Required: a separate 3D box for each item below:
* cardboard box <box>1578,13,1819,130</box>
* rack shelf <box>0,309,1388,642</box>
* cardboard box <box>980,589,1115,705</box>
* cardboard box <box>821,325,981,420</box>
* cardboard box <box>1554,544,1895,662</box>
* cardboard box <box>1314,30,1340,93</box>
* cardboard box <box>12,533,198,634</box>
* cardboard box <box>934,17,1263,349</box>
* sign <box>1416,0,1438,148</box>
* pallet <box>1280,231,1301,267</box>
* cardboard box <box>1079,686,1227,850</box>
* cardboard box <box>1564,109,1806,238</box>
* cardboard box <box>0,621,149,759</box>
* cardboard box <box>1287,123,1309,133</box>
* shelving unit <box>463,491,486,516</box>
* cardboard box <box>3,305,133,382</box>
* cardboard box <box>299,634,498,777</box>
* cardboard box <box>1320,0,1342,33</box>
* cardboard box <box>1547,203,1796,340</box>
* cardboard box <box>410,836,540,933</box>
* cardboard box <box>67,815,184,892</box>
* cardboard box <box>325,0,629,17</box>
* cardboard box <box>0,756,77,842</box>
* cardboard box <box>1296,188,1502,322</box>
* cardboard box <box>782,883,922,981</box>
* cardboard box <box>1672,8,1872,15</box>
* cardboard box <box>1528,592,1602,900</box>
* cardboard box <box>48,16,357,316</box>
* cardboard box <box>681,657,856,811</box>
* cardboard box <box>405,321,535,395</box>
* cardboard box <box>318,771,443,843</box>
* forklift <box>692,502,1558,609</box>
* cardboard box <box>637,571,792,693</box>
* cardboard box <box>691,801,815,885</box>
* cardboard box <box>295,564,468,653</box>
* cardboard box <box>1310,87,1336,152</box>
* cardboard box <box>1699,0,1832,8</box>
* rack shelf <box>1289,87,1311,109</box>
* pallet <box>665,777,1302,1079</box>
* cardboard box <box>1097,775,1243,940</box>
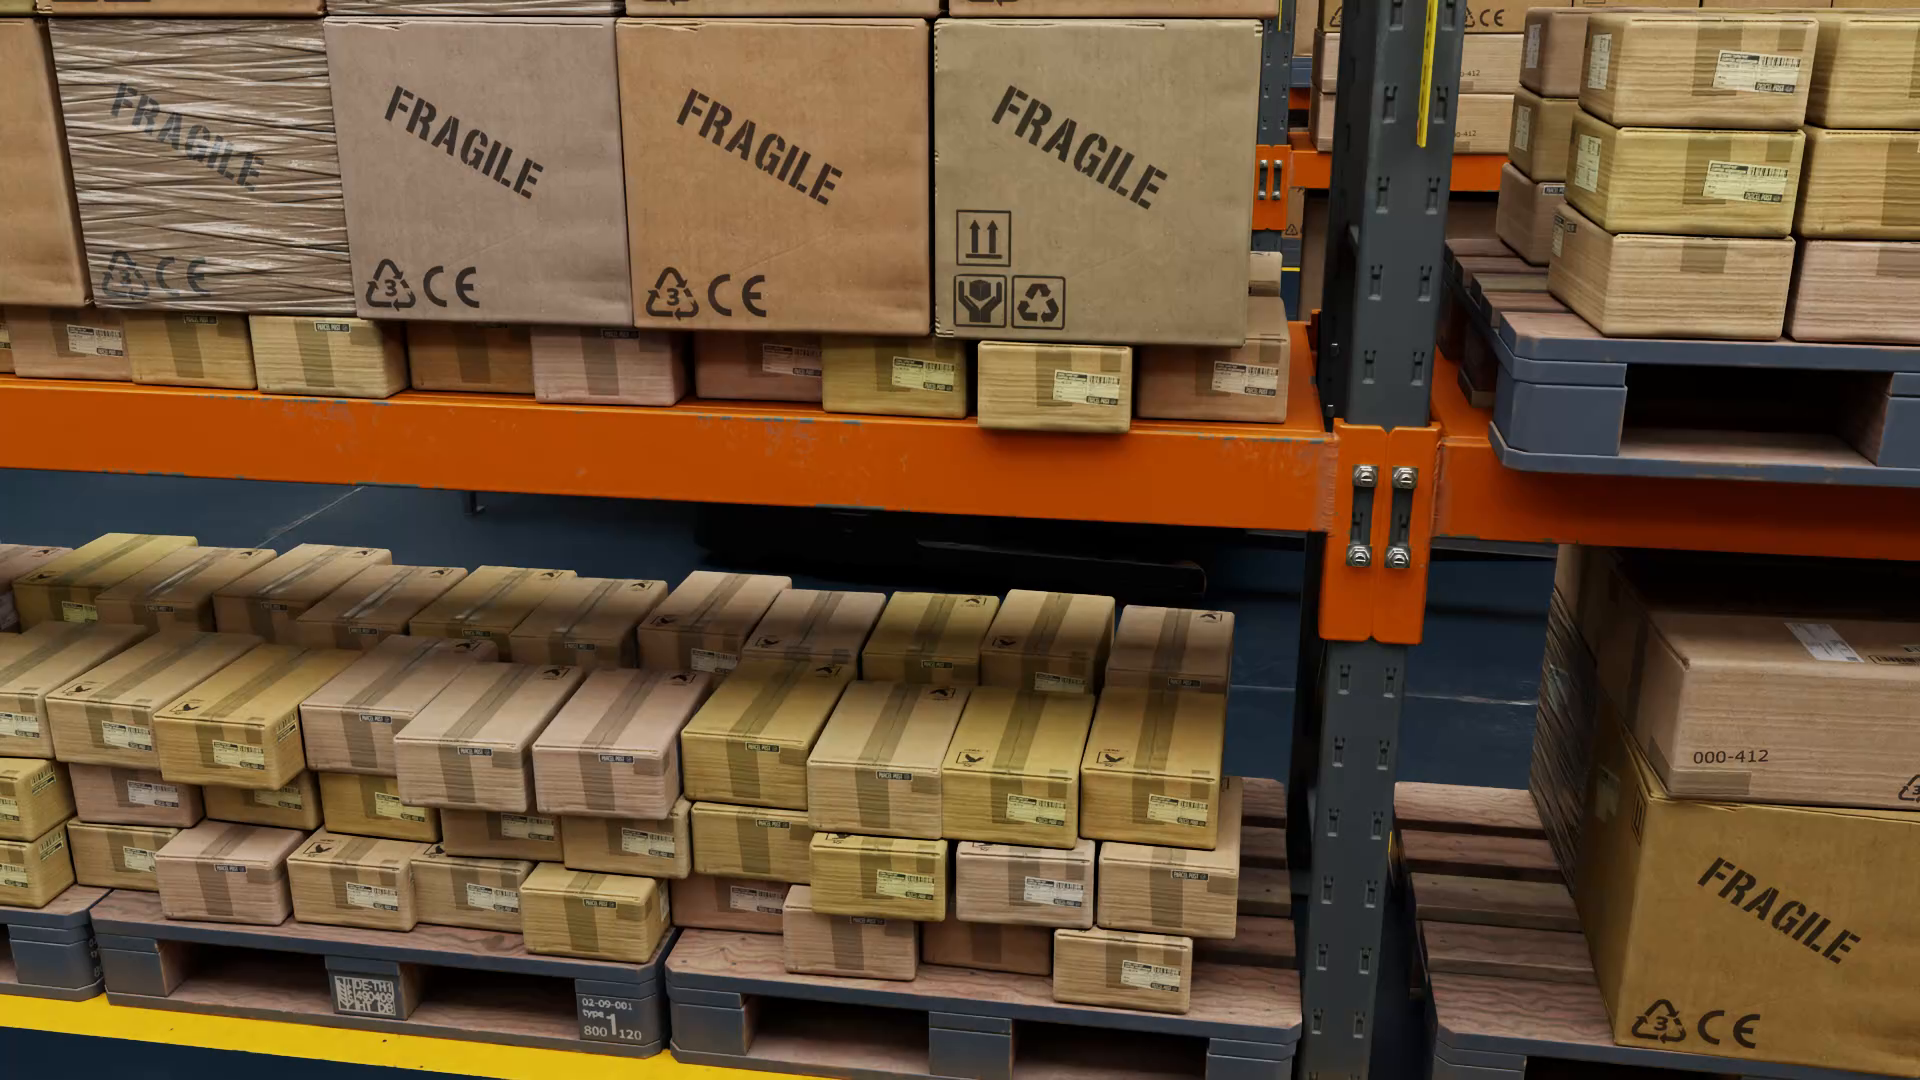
[{"bbox_3d":[1.084,-0.704,2.476,0.250,0.149,0.380,4,19,11],"label":"cardboard box"},{"bbox_3d":[-1.206,-0.265,3.502,4.000,0.370,1.077,3,19,9],"label":"rack shelf"},{"bbox_3d":[0.198,0.250,3.721,0.250,0.149,0.380,4,19,11],"label":"cardboard box"},{"bbox_3d":[-0.077,-0.339,2.984,0.250,0.149,0.380,4,19,11],"label":"cardboard box"},{"bbox_3d":[1.544,0.083,3.423,0.500,0.250,0.500,2,19,7],"label":"cardboard box"},{"bbox_3d":[1.843,-2.117,7.351,0.500,0.250,0.500,2,19,7],"label":"cardboard box"},{"bbox_3d":[-2.103,0.115,4.126,0.250,0.149,0.380,3,19,7],"label":"cardboard box"},{"bbox_3d":[0.246,-0.630,2.832,0.500,0.500,0.500,3,19,9],"label":"cardboard box"},{"bbox_3d":[0.690,-0.746,2.441,0.005,0.325,0.100,3,19,9],"label":"sign"},{"bbox_3d":[3.046,-2.265,12.741,1.213,0.211,1.003,3,19,9],"label":"pallet"},{"bbox_3d":[0.376,0.429,3.188,0.250,0.149,0.380,3,19,10],"label":"cardboard box"},{"bbox_3d":[1.084,-0.563,2.523,0.250,0.149,0.380,3,19,10],"label":"cardboard box"},{"bbox_3d":[-1.940,0.312,3.537,0.250,0.149,0.380,2,19,6],"label":"cardboard box"},{"bbox_3d":[2.559,-2.997,12.319,0.250,0.149,0.380,3,19,8],"label":"cardboard box"},{"bbox_3d":[-1.393,-0.843,6.458,1.048,1.500,0.538,5,19,14],"label":"shelving unit"},{"bbox_3d":[-1.618,-0.426,3.245,0.250,0.149,0.380,3,19,8],"label":"cardboard box"},{"bbox_3d":[-1.152,0.339,3.456,0.250,0.149,0.380,3,19,9],"label":"cardboard box"},{"bbox_3d":[1.842,-2.471,7.227,0.500,0.500,0.500,3,19,9],"label":"cardboard box"},{"bbox_3d":[1.084,-0.422,2.570,0.250,0.149,0.380,2,19,6],"label":"cardboard box"},{"bbox_3d":[-0.942,0.648,3.471,0.250,0.149,0.380,3,19,10],"label":"cardboard box"},{"bbox_3d":[-1.695,0.601,3.612,0.250,0.149,0.380,3,19,9],"label":"cardboard box"},{"bbox_3d":[-0.753,-1.162,2.846,0.500,0.500,0.500,3,19,10],"label":"cardboard box"},{"bbox_3d":[-1.951,0.474,3.520,0.250,0.149,0.380,4,19,10],"label":"cardboard box"},{"bbox_3d":[2.078,-1.247,7.989,0.875,0.875,0.875,4,19,10],"label":"cardboard box"},{"bbox_3d":[-0.187,0.702,3.310,0.250,0.149,0.380,2,19,7],"label":"cardboard box"},{"bbox_3d":[1.461,-0.896,3.049,0.250,0.149,0.380,2,19,7],"label":"cardboard box"},{"bbox_3d":[1.539,0.439,3.542,0.500,0.500,0.500,3,19,8],"label":"cardboard box"},{"bbox_3d":[-1.263,-0.715,3.086,0.500,0.500,0.500,2,19,7],"label":"cardboard box"},{"bbox_3d":[-0.374,0.380,3.332,0.250,0.149,0.380,4,19,10],"label":"cardboard box"},{"bbox_3d":[-0.843,-0.393,3.147,0.250,0.149,0.380,3,19,8],"label":"cardboard box"},{"bbox_3d":[-1.135,0.475,3.517,0.250,0.149,0.380,4,19,11],"label":"cardboard box"},{"bbox_3d":[0.603,-1.341,5.691,3.031,2.935,1.130,5,19,14],"label":"forklift"},{"bbox_3d":[-0.559,0.209,3.846,0.250,0.149,0.380,3,19,10],"label":"cardboard box"},{"bbox_3d":[-0.362,0.529,3.358,0.250,0.149,0.380,3,19,9],"label":"cardboard box"},{"bbox_3d":[-1.341,0.192,3.896,0.250,0.149,0.380,2,19,7],"label":"cardboard box"},{"bbox_3d":[1.846,-1.886,7.448,0.500,0.250,0.500,2,19,7],"label":"cardboard box"},{"bbox_3d":[3.355,-2.404,7.027,0.500,0.500,0.500,3,19,8],"label":"cardboard box"},{"bbox_3d":[4.212,-3.175,12.199,4.000,0.370,1.077,3,19,9],"label":"rack shelf"},{"bbox_3d":[0.099,0.794,3.598,1.213,0.211,1.003,3,19,9],"label":"pallet"},{"bbox_3d":[0.407,0.590,3.175,0.250,0.149,0.380,3,19,10],"label":"cardboard box"}]
